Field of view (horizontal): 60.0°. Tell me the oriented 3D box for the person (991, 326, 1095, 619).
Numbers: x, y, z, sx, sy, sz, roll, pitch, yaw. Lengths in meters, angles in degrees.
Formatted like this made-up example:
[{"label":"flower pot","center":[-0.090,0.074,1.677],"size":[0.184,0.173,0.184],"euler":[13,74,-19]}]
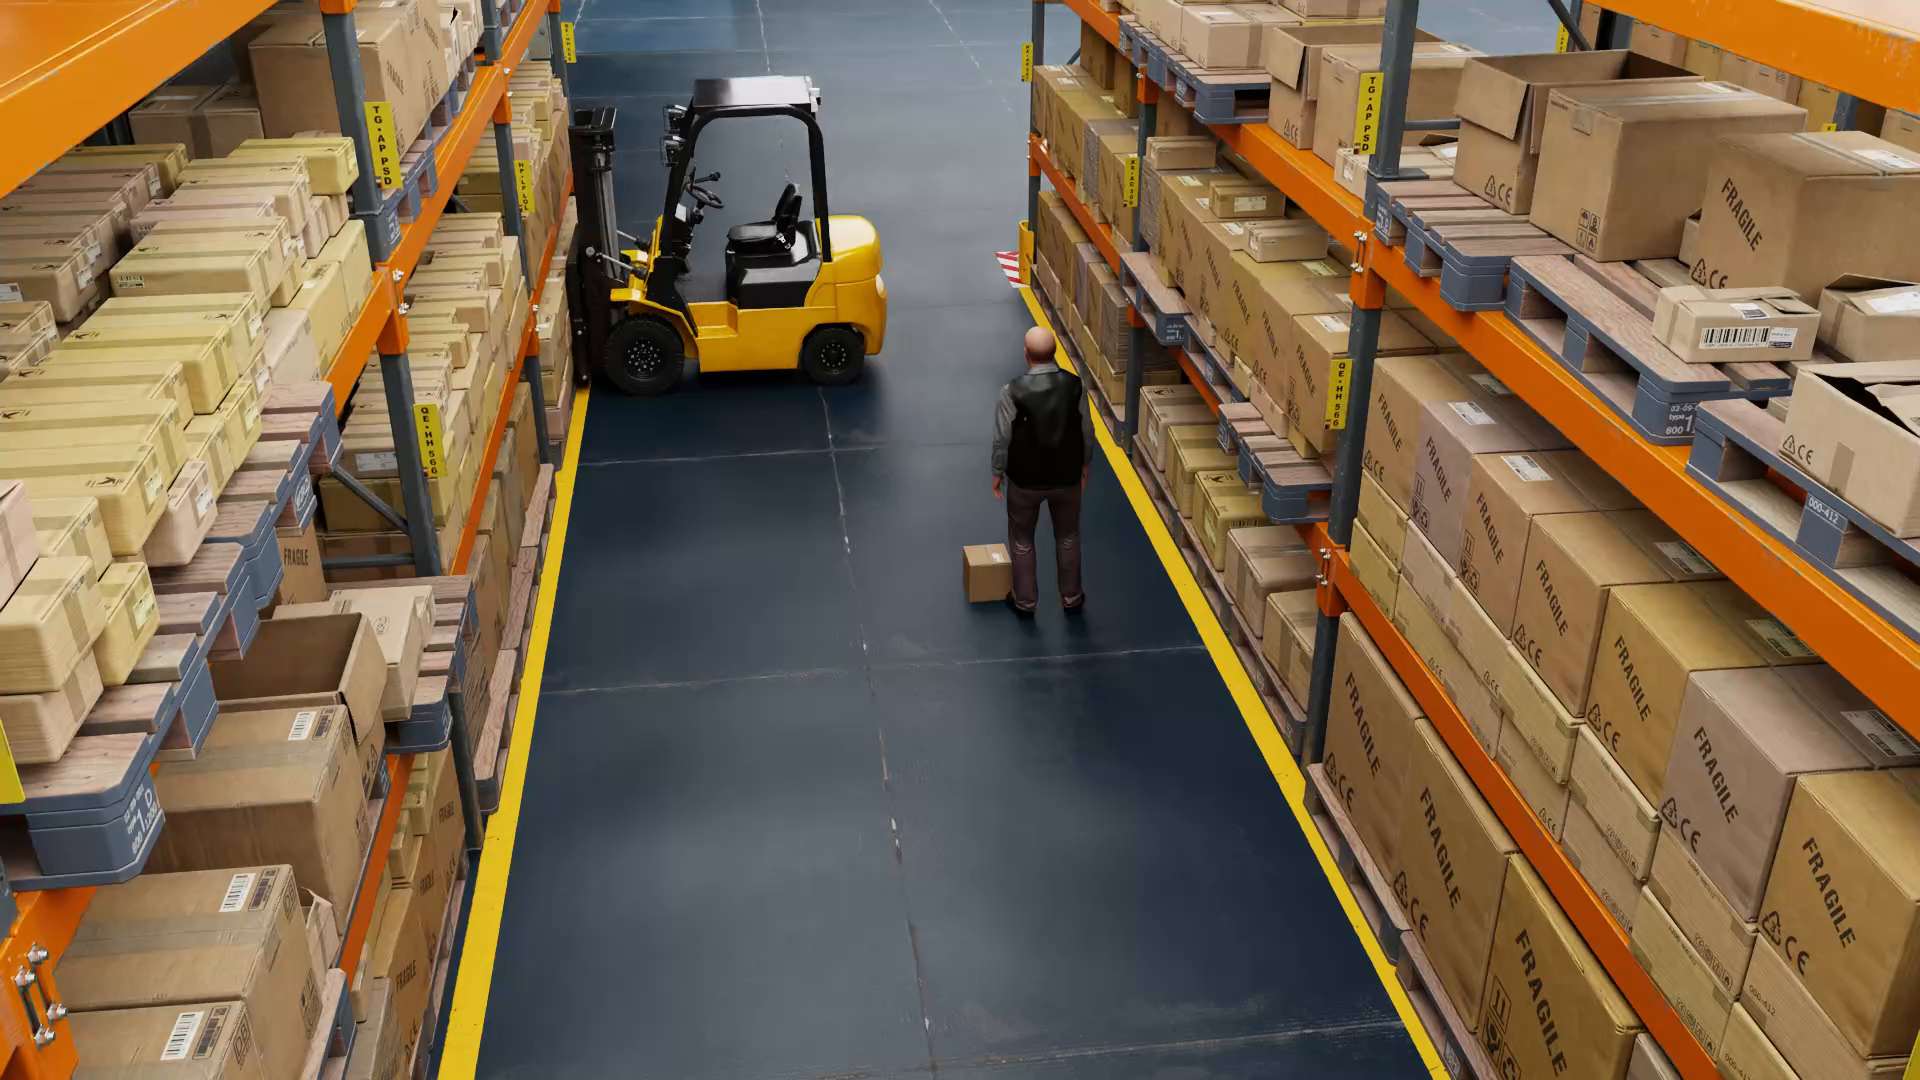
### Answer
[{"label":"person","center":[0.468,-0.353,9.337],"size":[0.594,1.722,0.412],"euler":[-5,27,-10]}]
